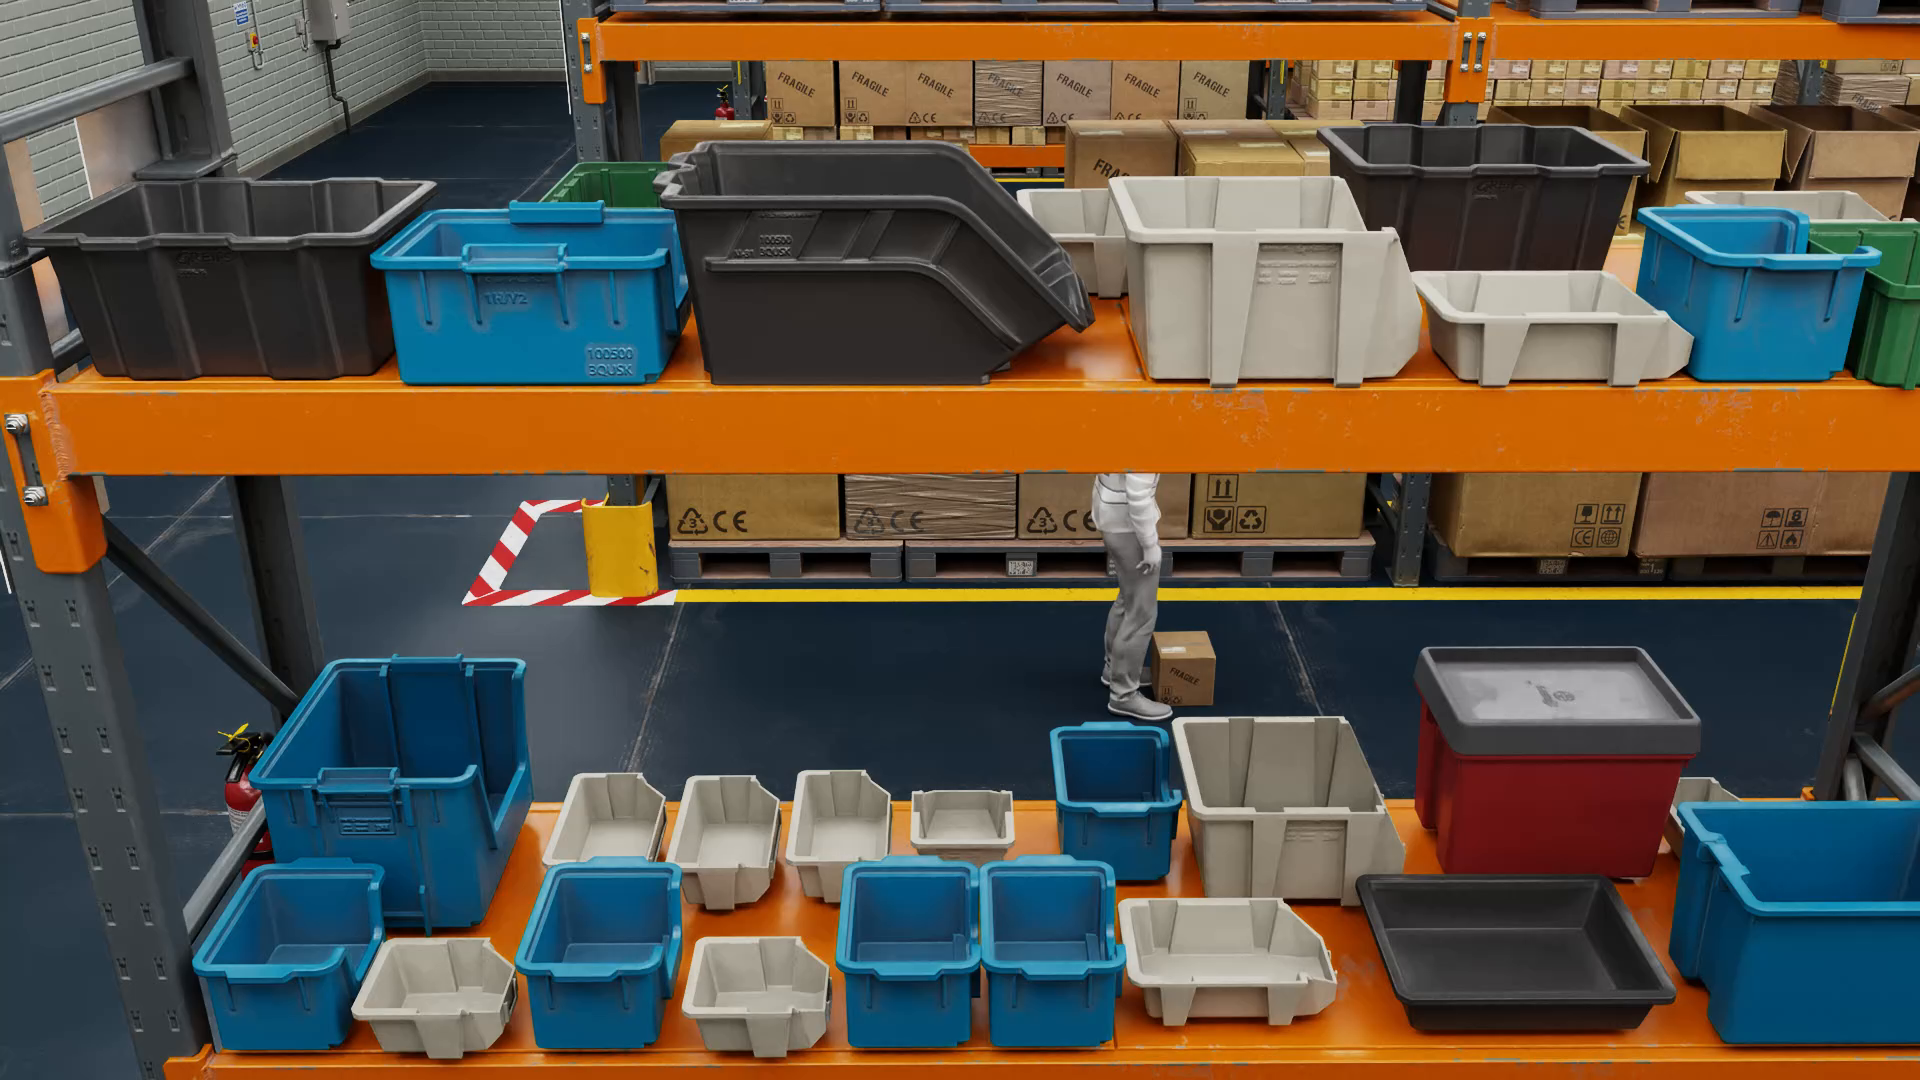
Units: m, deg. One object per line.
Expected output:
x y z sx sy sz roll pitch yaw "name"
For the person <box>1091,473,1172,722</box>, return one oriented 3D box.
0.763 -0.059 7.231 0.375 1.662 0.541 -2 24 -4 "person"
